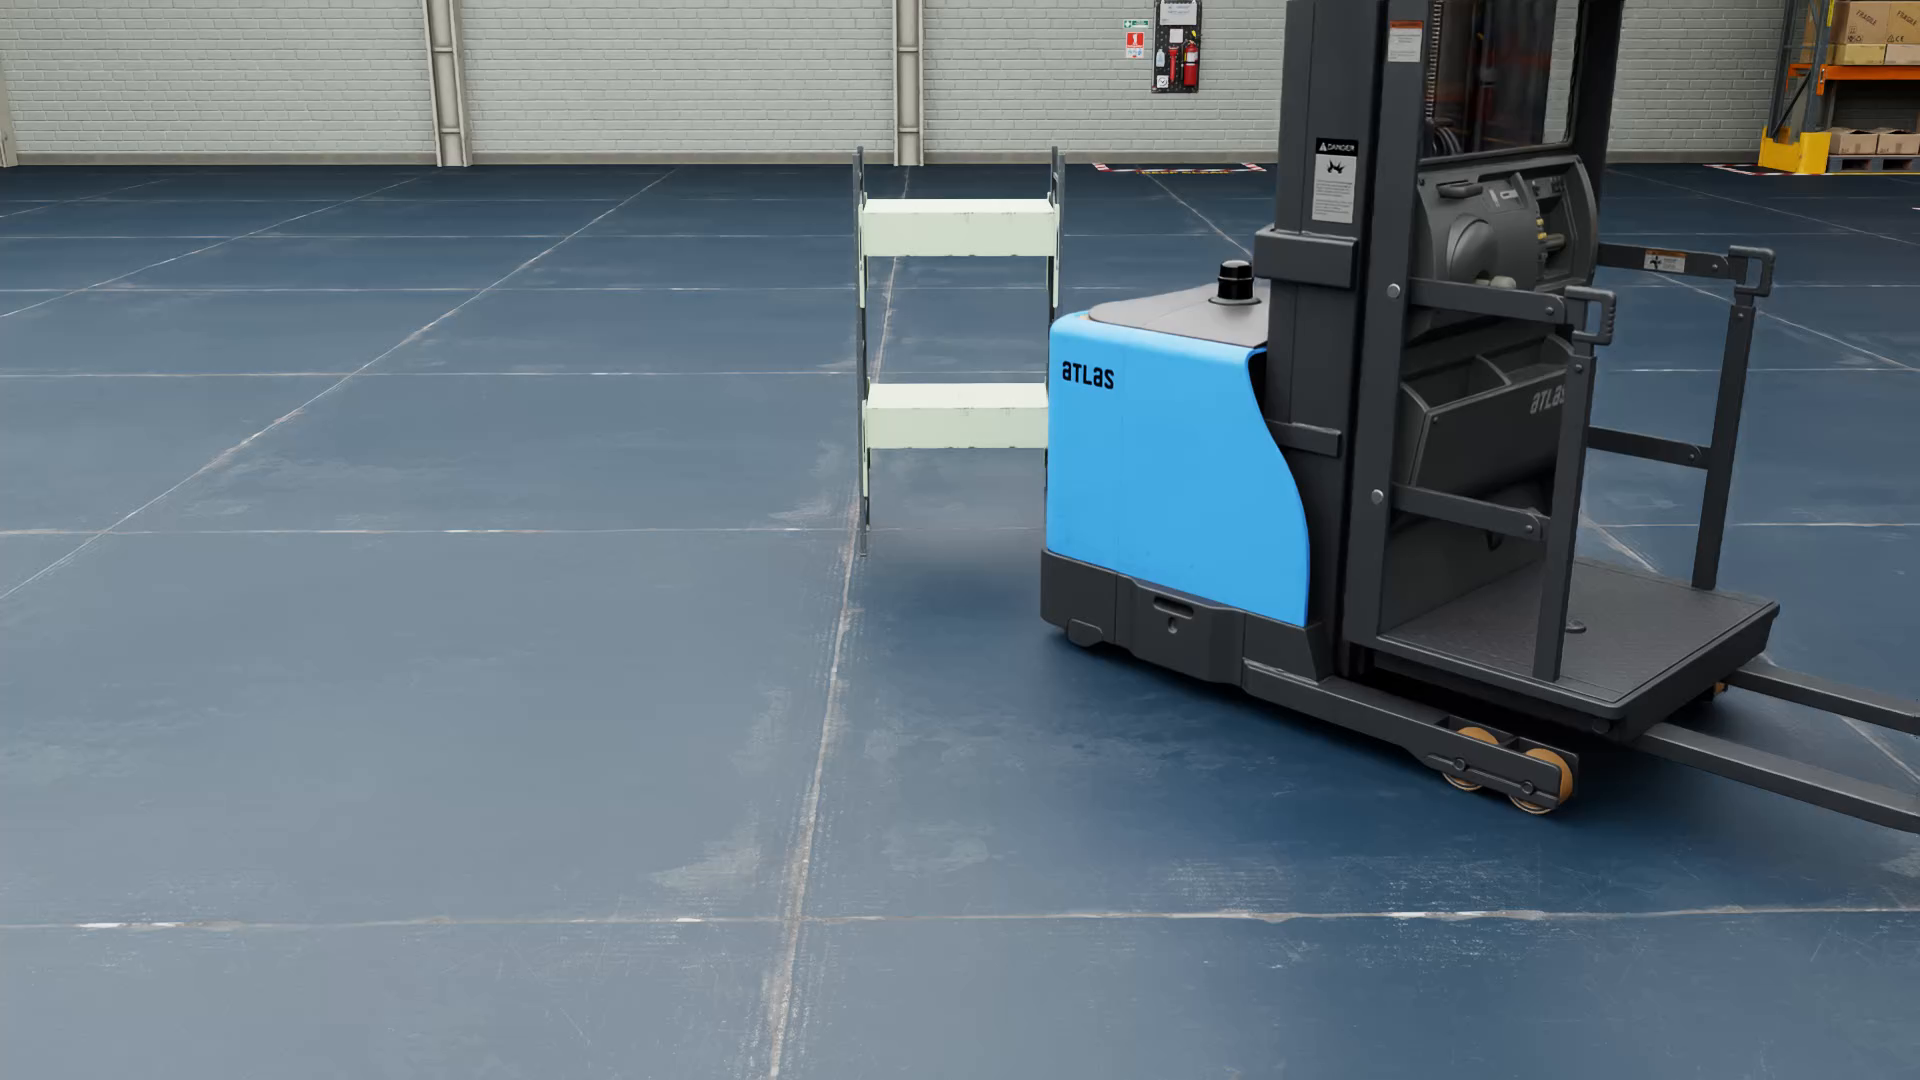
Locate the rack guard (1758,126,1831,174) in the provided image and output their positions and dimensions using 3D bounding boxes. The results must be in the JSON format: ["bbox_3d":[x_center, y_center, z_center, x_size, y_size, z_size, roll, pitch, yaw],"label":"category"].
[{"bbox_3d":[10.711,-5.016,21.365,0.348,0.500,1.175,0,18,-1],"label":"rack guard"}]

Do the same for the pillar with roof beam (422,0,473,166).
[{"bbox_3d":[-6.609,-7.928,16.530,0.400,9.000,9.100,0,18,-1],"label":"pillar with roof beam"}]

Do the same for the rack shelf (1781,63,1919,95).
[{"bbox_3d":[12.635,-5.873,21.122,4.000,0.370,1.077,0,18,-1],"label":"rack shelf"}]

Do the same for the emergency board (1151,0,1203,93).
[{"bbox_3d":[2.850,-6.444,21.725,0.643,1.169,0.194,0,18,-1],"label":"emergency board"}]

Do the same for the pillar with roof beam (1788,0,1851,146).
[{"bbox_3d":[11.389,-8.015,16.801,0.400,9.000,9.100,0,18,-1],"label":"pillar with roof beam"}]

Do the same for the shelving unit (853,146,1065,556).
[{"bbox_3d":[-0.007,-0.714,6.318,0.755,1.500,0.431,0,18,-1],"label":"shelving unit"}]

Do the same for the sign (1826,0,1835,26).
[{"bbox_3d":[10.644,-6.452,20.333,0.005,0.325,0.100,0,18,-1],"label":"sign"}]

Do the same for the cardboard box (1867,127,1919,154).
[{"bbox_3d":[11.898,-5.113,21.258,0.500,0.311,0.500,1,18,4],"label":"cardboard box"}]

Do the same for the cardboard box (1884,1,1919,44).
[{"bbox_3d":[11.611,-6.411,20.606,0.500,0.500,0.500,0,18,-1],"label":"cardboard box"}]

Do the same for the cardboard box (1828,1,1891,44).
[{"bbox_3d":[11.117,-6.411,20.608,0.500,0.500,0.500,0,18,-1],"label":"cardboard box"}]

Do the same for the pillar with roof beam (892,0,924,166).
[{"bbox_3d":[-0.609,-7.957,16.620,0.400,9.000,9.100,0,18,-1],"label":"pillar with roof beam"}]

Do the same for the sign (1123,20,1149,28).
[{"bbox_3d":[2.301,-6.739,21.720,0.331,0.109,0.001,0,18,-1],"label":"sign"}]

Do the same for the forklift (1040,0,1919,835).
[{"bbox_3d":[1.663,-0.861,4.434,1.130,2.935,3.031,-17,24,-42],"label":"forklift"}]

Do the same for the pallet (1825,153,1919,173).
[{"bbox_3d":[11.524,-4.871,21.387,1.213,0.211,1.003,0,18,-1],"label":"pallet"}]

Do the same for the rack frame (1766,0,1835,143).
[{"bbox_3d":[10.635,-6.206,20.982,0.127,3.000,1.000,0,18,-1],"label":"rack frame"}]

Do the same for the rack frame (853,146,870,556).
[{"bbox_3d":[-0.373,-0.712,6.313,0.023,1.500,0.400,0,18,-1],"label":"rack frame"}]

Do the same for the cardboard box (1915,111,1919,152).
[{"bbox_3d":[12.632,-5.192,21.193,0.500,0.500,0.700,-1,18,-4],"label":"cardboard box"}]

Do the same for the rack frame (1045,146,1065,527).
[{"bbox_3d":[0.359,-0.716,6.324,0.023,1.500,0.400,0,18,-1],"label":"rack frame"}]

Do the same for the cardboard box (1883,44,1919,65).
[{"bbox_3d":[11.647,-6.056,20.728,0.500,0.250,0.500,-1,18,-3],"label":"cardboard box"}]

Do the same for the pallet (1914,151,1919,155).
[{"bbox_3d":[12.741,-4.876,21.403,1.213,0.211,1.003,0,18,-1],"label":"pallet"}]

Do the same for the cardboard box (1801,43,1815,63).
[{"bbox_3d":[11.099,-6.205,21.193,0.500,0.250,0.500,0,18,0],"label":"cardboard box"}]

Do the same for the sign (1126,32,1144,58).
[{"bbox_3d":[2.296,-6.490,21.809,0.234,0.329,0.001,0,18,-1],"label":"sign"}]

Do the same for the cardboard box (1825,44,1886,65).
[{"bbox_3d":[11.128,-6.049,20.707,0.500,0.250,0.500,-1,18,-2],"label":"cardboard box"}]

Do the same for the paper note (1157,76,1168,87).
[{"bbox_3d":[2.672,-6.045,21.922,0.142,0.148,0.016,0,18,-1],"label":"paper note"}]

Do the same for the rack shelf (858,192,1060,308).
[{"bbox_3d":[-0.007,-1.086,6.199,0.720,0.370,0.431,0,18,-1],"label":"rack shelf"}]

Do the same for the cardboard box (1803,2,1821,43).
[{"bbox_3d":[11.103,-6.568,21.096,0.500,0.500,0.500,0,18,-1],"label":"cardboard box"}]

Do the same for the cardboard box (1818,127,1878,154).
[{"bbox_3d":[11.328,-5.111,21.250,0.500,0.311,0.500,-2,18,-7],"label":"cardboard box"}]

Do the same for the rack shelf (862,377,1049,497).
[{"bbox_3d":[-0.007,-0.404,6.418,0.720,0.370,0.431,0,18,-1],"label":"rack shelf"}]

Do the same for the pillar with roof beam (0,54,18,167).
[{"bbox_3d":[-12.608,-7.899,16.440,0.400,9.000,9.100,0,18,-1],"label":"pillar with roof beam"}]
